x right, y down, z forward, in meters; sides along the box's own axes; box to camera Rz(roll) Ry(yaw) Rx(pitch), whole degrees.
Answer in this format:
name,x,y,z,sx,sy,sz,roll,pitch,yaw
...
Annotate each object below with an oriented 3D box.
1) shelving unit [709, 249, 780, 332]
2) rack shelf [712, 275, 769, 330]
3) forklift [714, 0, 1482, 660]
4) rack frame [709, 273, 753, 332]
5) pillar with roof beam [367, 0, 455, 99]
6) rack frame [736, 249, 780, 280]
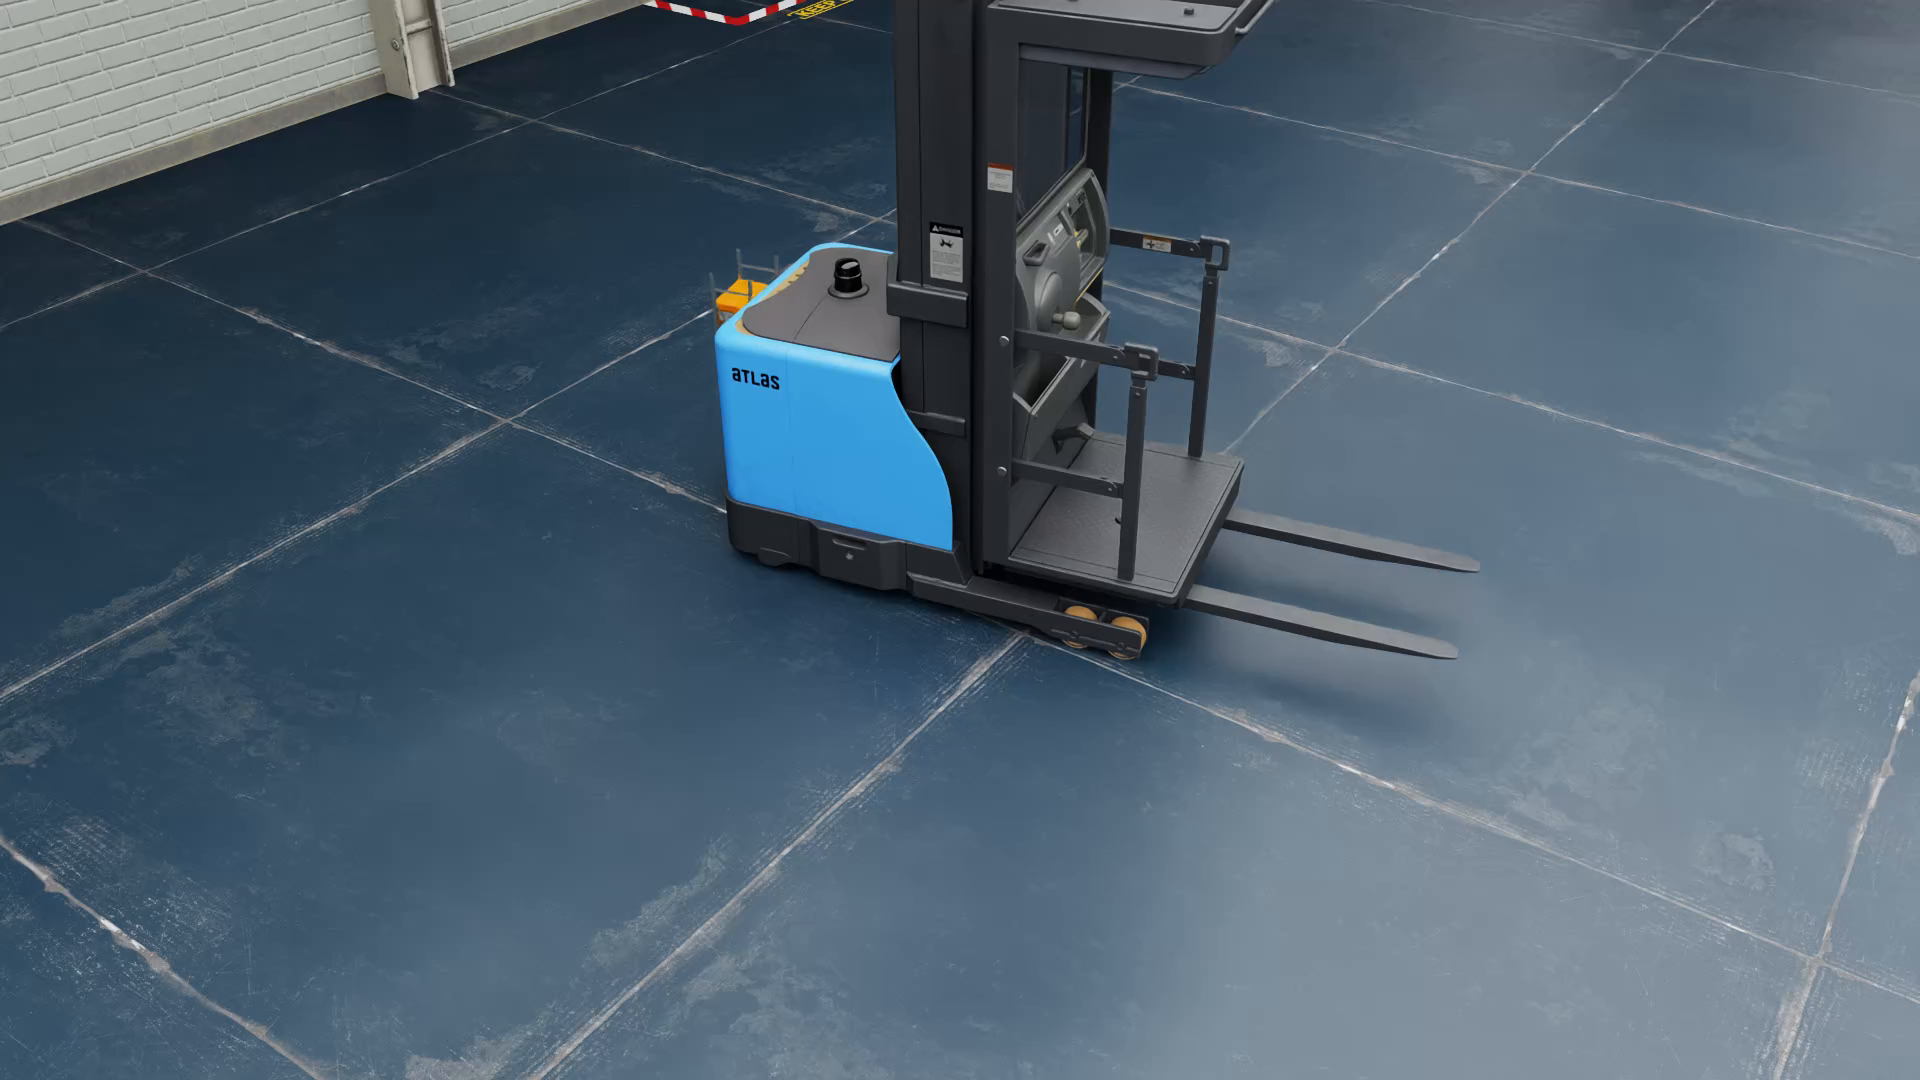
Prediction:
name,x,y,z,sx,sy,sz,roll,pitch,yaw
shelving unit,-0.918,-0.752,7.417,0.215,1.050,0.252,13,38,18
rack shelf,-0.921,-0.973,7.257,0.215,0.259,0.240,13,38,18
forklift,0.578,-1.082,6.233,3.031,2.935,1.130,13,36,18
rack frame,-0.963,-0.685,7.325,0.200,1.050,0.008,13,38,18
pillar with roof beam,-0.399,-5.650,7.572,9.100,9.000,0.400,21,39,28
rack frame,-0.873,-0.819,7.508,0.200,1.050,0.008,13,38,18
